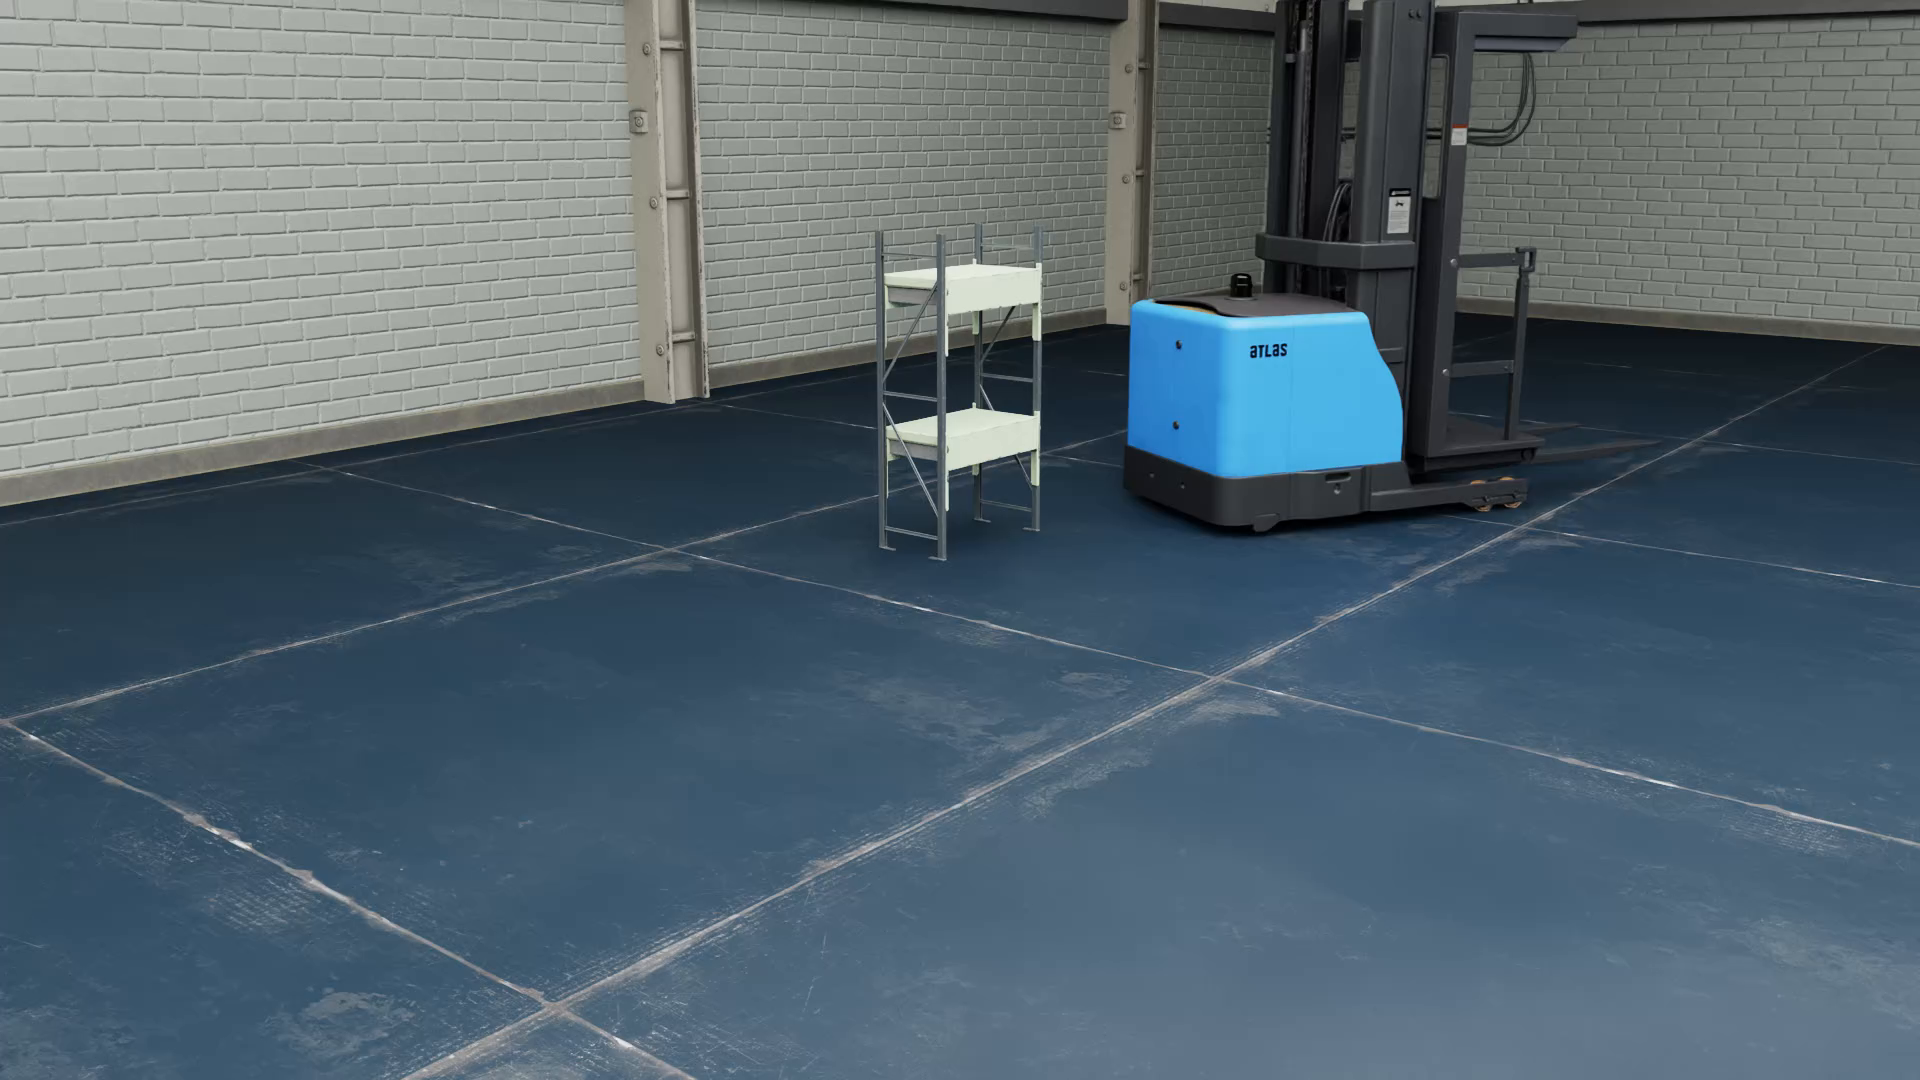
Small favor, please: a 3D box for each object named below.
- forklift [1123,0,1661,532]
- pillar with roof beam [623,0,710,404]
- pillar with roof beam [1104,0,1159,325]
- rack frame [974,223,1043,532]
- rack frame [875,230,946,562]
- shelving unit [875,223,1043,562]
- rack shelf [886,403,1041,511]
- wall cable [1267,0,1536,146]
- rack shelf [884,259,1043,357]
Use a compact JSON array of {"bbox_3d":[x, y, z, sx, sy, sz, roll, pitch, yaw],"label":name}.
[{"bbox_3d":[2.441,-1.678,8.776,3.031,2.935,1.130,-6,16,-23],"label":"forklift"},{"bbox_3d":[1.262,-4.739,8.500,9.100,9.000,0.400,11,18,38],"label":"pillar with roof beam"},{"bbox_3d":[5.033,-5.888,13.023,9.100,9.000,0.400,11,18,38],"label":"pillar with roof beam"},{"bbox_3d":[0.234,-0.798,8.219,0.400,1.500,0.023,11,18,38],"label":"rack frame"},{"bbox_3d":[-0.226,-0.658,7.667,0.400,1.500,0.023,11,18,38],"label":"rack frame"},{"bbox_3d":[0.004,-0.728,7.943,0.431,1.500,0.755,11,18,38],"label":"shelving unit"},{"bbox_3d":[0.004,-0.412,8.024,0.431,0.370,0.720,11,18,38],"label":"rack shelf"},{"bbox_3d":[4.564,-5.408,17.443,3.097,2.526,0.112,11,18,38],"label":"wall cable"},{"bbox_3d":[0.004,-1.106,7.847,0.431,0.370,0.720,11,18,38],"label":"rack shelf"}]
